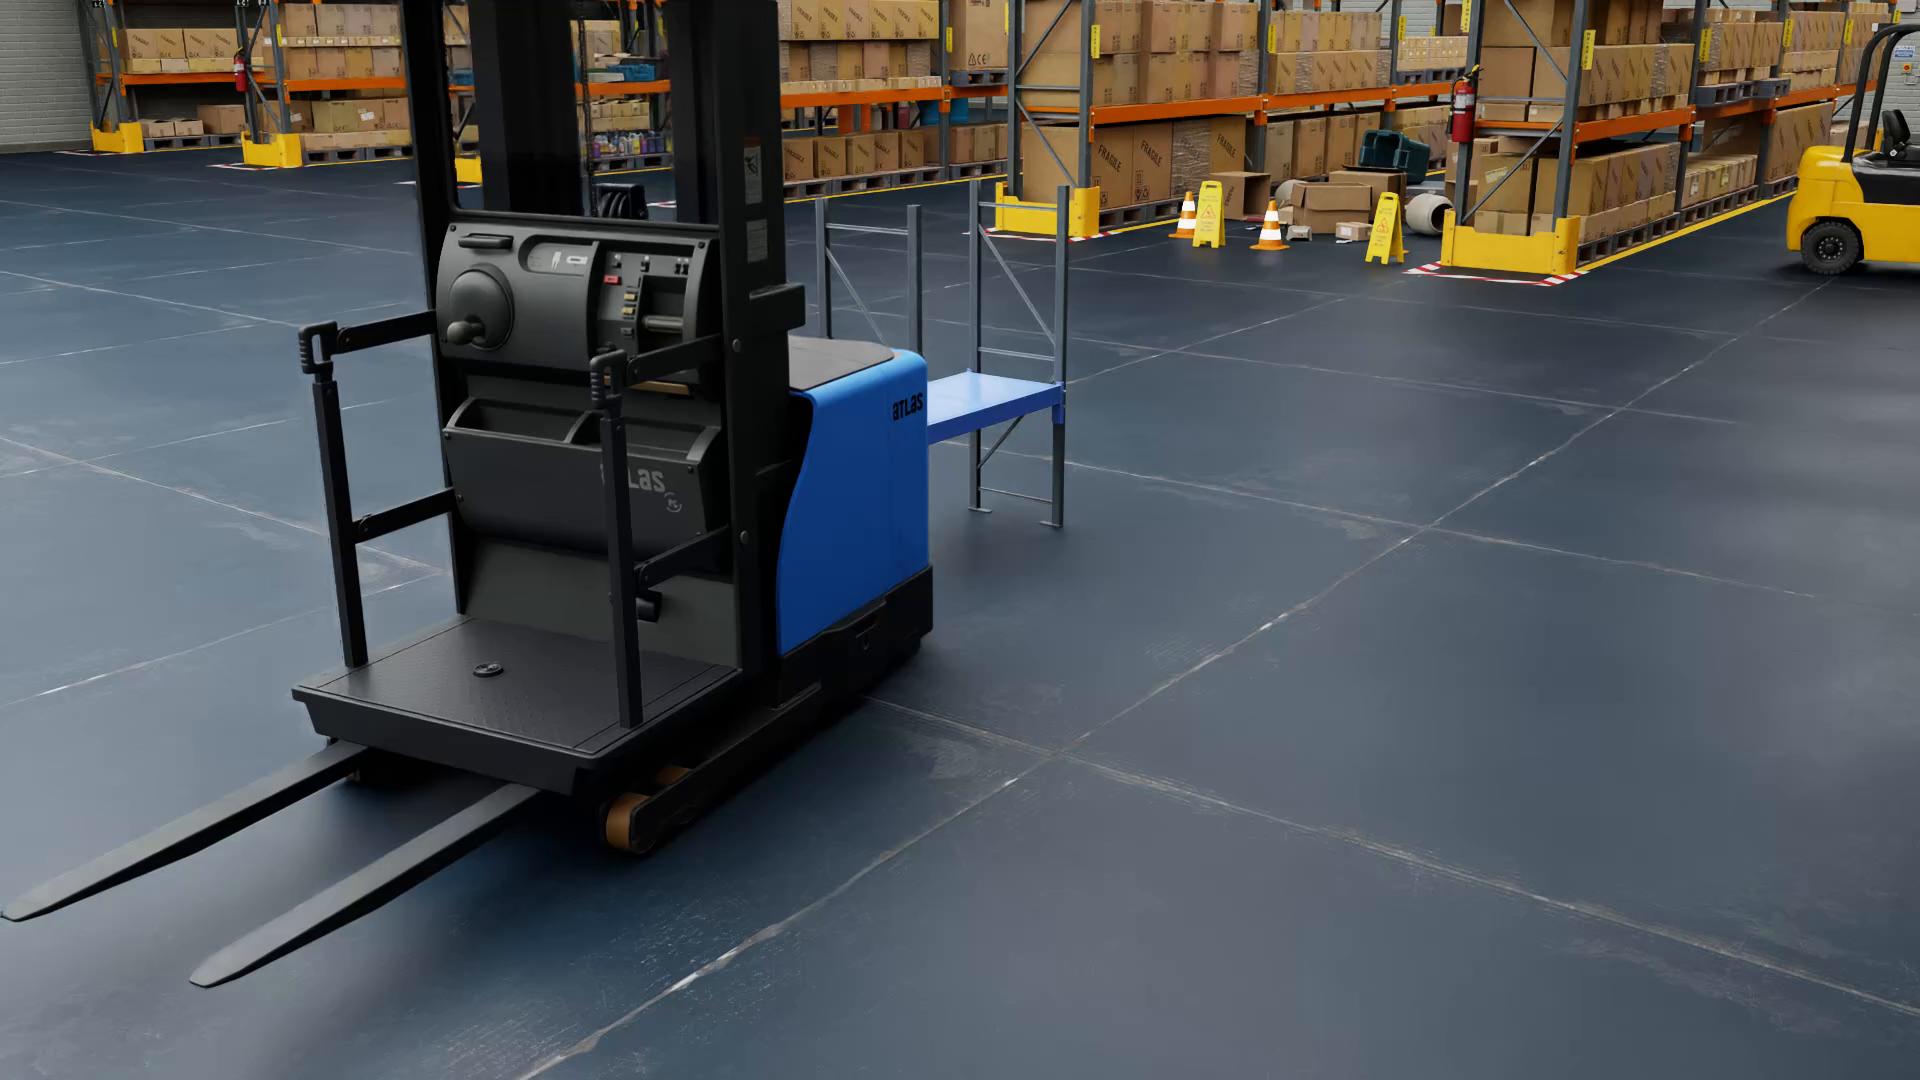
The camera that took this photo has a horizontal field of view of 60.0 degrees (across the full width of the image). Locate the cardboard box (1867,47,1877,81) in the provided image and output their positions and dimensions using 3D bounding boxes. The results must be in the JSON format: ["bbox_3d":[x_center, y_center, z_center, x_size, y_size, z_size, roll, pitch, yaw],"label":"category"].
[{"bbox_3d":[13.832,-7.372,25.758,0.500,0.500,0.500,13,22,36],"label":"cardboard box"}]

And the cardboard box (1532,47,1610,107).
[{"bbox_3d":[5.489,-4.170,14.945,0.500,0.500,0.500,12,21,34],"label":"cardboard box"}]

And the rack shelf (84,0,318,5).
[{"bbox_3d":[-13.718,-9.859,30.089,1.077,0.370,4.000,12,21,35],"label":"rack shelf"}]

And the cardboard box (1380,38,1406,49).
[{"bbox_3d":[6.148,-7.114,23.808,0.380,0.149,0.250,12,21,35],"label":"cardboard box"}]

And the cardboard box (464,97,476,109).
[{"bbox_3d":[-10.530,-9.035,34.752,0.700,0.500,0.500,13,21,35],"label":"cardboard box"}]

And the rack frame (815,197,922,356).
[{"bbox_3d":[-0.354,-0.575,6.566,0.500,1.500,0.032,12,21,35],"label":"rack frame"}]

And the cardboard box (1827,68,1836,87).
[{"bbox_3d":[12.069,-6.552,23.537,0.500,0.250,0.500,12,21,33],"label":"cardboard box"}]

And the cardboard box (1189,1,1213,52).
[{"bbox_3d":[2.417,-5.970,19.336,0.875,0.550,0.550,12,21,35],"label":"cardboard box"}]

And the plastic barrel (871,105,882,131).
[{"bbox_3d":[-1.644,-7.731,30.567,0.421,0.512,0.421,0,17,0],"label":"plastic barrel"}]

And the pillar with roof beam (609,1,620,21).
[{"bbox_3d":[-4.580,-13.576,35.786,9.100,9.000,0.400,12,21,35],"label":"pillar with roof beam"}]

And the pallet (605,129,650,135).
[{"bbox_3d":[-6.684,-7.804,32.017,1.003,0.211,1.213,12,21,35],"label":"pallet"}]

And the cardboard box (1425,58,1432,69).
[{"bbox_3d":[6.780,-7.081,24.703,0.380,0.149,0.250,13,22,36],"label":"cardboard box"}]

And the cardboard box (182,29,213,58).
[{"bbox_3d":[-13.768,-8.888,29.762,0.500,0.500,0.500,12,21,33],"label":"cardboard box"}]

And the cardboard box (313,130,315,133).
[{"bbox_3d":[-10.558,-6.608,27.392,0.500,0.250,0.500,12,21,35],"label":"cardboard box"}]

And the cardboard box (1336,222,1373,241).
[{"bbox_3d":[4.142,-3.224,17.375,0.250,0.149,0.380,-7,19,-22],"label":"cardboard box"}]

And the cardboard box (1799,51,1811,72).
[{"bbox_3d":[10.866,-6.306,21.901,0.500,0.250,0.500,12,21,34],"label":"cardboard box"}]

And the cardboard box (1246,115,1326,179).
[{"bbox_3d":[4.207,-5.239,22.142,1.050,0.750,0.750,12,21,35],"label":"cardboard box"}]

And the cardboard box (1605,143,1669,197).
[{"bbox_3d":[6.928,-3.805,17.103,0.500,0.500,0.500,13,21,36],"label":"cardboard box"}]

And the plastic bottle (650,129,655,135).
[{"bbox_3d":[-4.838,-6.262,26.075,0.144,0.351,0.185,12,21,35],"label":"plastic bottle"}]

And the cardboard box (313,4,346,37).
[{"bbox_3d":[-10.300,-8.334,26.668,0.700,0.500,0.500,12,21,33],"label":"cardboard box"}]

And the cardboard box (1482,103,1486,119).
[{"bbox_3d":[5.097,-4.003,15.501,0.380,0.149,0.250,12,21,34],"label":"cardboard box"}]

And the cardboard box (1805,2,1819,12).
[{"bbox_3d":[12.306,-7.783,24.300,0.380,0.149,0.250,13,22,36],"label":"cardboard box"}]

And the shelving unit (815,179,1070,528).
[{"bbox_3d":[-0.051,-0.696,6.956,0.538,1.500,1.048,12,21,35],"label":"shelving unit"}]

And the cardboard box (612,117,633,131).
[{"bbox_3d":[-6.584,-7.920,31.619,0.500,0.250,0.500,12,21,34],"label":"cardboard box"}]

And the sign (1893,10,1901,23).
[{"bbox_3d":[14.944,-8.294,26.544,0.100,0.325,0.005,12,21,35],"label":"sign"}]

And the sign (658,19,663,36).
[{"bbox_3d":[-5.714,-9.780,31.728,0.100,0.325,0.005,12,21,35],"label":"sign"}]

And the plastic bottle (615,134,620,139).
[{"bbox_3d":[-5.373,-6.228,26.100,0.097,0.271,0.097,0,17,0],"label":"plastic bottle"}]

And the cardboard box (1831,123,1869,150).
[{"bbox_3d":[13.665,-6.310,26.118,0.875,0.438,0.875,13,22,36],"label":"cardboard box"}]

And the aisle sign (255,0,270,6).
[{"bbox_3d":[-10.722,-8.591,25.467,0.394,0.787,0.004,12,21,35],"label":"aisle sign"}]

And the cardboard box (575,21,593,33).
[{"bbox_3d":[-8.448,-11.311,36.642,0.500,0.250,0.500,13,21,36],"label":"cardboard box"}]

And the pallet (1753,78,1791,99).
[{"bbox_3d":[9.411,-5.542,20.355,1.213,0.211,1.003,12,21,35],"label":"pallet"}]

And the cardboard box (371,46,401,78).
[{"bbox_3d":[-9.720,-7.945,27.602,0.700,0.500,0.500,13,22,36],"label":"cardboard box"}]

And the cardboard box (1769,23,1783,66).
[{"bbox_3d":[9.703,-6.055,20.306,0.500,0.500,0.500,12,21,33],"label":"cardboard box"}]

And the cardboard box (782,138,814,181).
[{"bbox_3d":[-2.261,-4.969,21.693,0.500,0.500,0.500,-13,22,-36],"label":"cardboard box"}]

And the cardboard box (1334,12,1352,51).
[{"bbox_3d":[4.835,-6.849,22.388,0.700,0.500,0.500,12,21,34],"label":"cardboard box"}]

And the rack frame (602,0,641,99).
[{"bbox_3d":[-7.759,-11.152,38.097,1.000,3.000,0.127,12,21,35],"label":"rack frame"}]

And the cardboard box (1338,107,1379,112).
[{"bbox_3d":[5.912,-6.247,24.544,0.500,0.250,0.500,12,21,33],"label":"cardboard box"}]

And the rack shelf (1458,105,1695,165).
[{"bbox_3d":[6.175,-4.049,16.439,1.077,0.370,4.000,12,21,35],"label":"rack shelf"}]

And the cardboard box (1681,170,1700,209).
[{"bbox_3d":[7.677,-3.940,18.597,0.950,0.372,0.625,13,21,35],"label":"cardboard box"}]

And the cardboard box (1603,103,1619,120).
[{"bbox_3d":[5.903,-4.005,15.506,0.380,0.149,0.250,13,21,36],"label":"cardboard box"}]

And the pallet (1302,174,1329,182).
[{"bbox_3d":[4.457,-4.877,22.593,1.003,0.211,1.213,12,21,35],"label":"pallet"}]

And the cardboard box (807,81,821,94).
[{"bbox_3d":[-2.002,-5.808,21.313,0.380,0.149,0.250,12,21,35],"label":"cardboard box"}]

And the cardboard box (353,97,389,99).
[{"bbox_3d":[-9.965,-7.205,28.050,0.500,0.500,0.500,12,21,35],"label":"cardboard box"}]

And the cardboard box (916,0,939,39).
[{"bbox_3d":[-0.639,-7.132,22.796,0.500,0.500,0.500,12,21,35],"label":"cardboard box"}]

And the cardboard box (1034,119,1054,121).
[{"bbox_3d":[1.108,-6.655,25.824,0.500,0.250,0.500,16,23,41],"label":"cardboard box"}]

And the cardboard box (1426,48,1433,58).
[{"bbox_3d":[6.779,-7.223,24.661,0.380,0.149,0.250,12,21,35],"label":"cardboard box"}]

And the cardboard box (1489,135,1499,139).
[{"bbox_3d":[8.571,-6.636,27.153,0.380,0.149,0.250,14,22,37],"label":"cardboard box"}]

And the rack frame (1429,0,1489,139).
[{"bbox_3d":[8.098,-7.625,26.741,1.000,3.000,0.127,12,21,35],"label":"rack frame"}]

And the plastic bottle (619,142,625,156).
[{"bbox_3d":[-5.177,-5.972,25.392,0.097,0.201,0.097,0,17,0],"label":"plastic bottle"}]

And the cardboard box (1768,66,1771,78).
[{"bbox_3d":[9.642,-5.706,20.277,0.380,0.149,0.250,13,21,36],"label":"cardboard box"}]

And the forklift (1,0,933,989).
[{"bbox_3d":[-1.203,-0.698,4.548,1.130,2.935,3.031,8,19,25],"label":"forklift"}]

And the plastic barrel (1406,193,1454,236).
[{"bbox_3d":[4.998,-3.446,17.626,0.421,0.421,0.512,-4,18,-13],"label":"plastic barrel"}]

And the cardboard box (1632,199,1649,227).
[{"bbox_3d":[6.615,-3.320,16.804,0.500,0.250,0.500,13,21,36],"label":"cardboard box"}]

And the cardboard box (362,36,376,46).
[{"bbox_3d":[-9.756,-8.139,27.133,0.380,0.149,0.250,12,21,34],"label":"cardboard box"}]

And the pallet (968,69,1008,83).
[{"bbox_3d":[0.645,-7.003,25.060,1.003,0.211,1.213,12,21,35],"label":"pallet"}]
